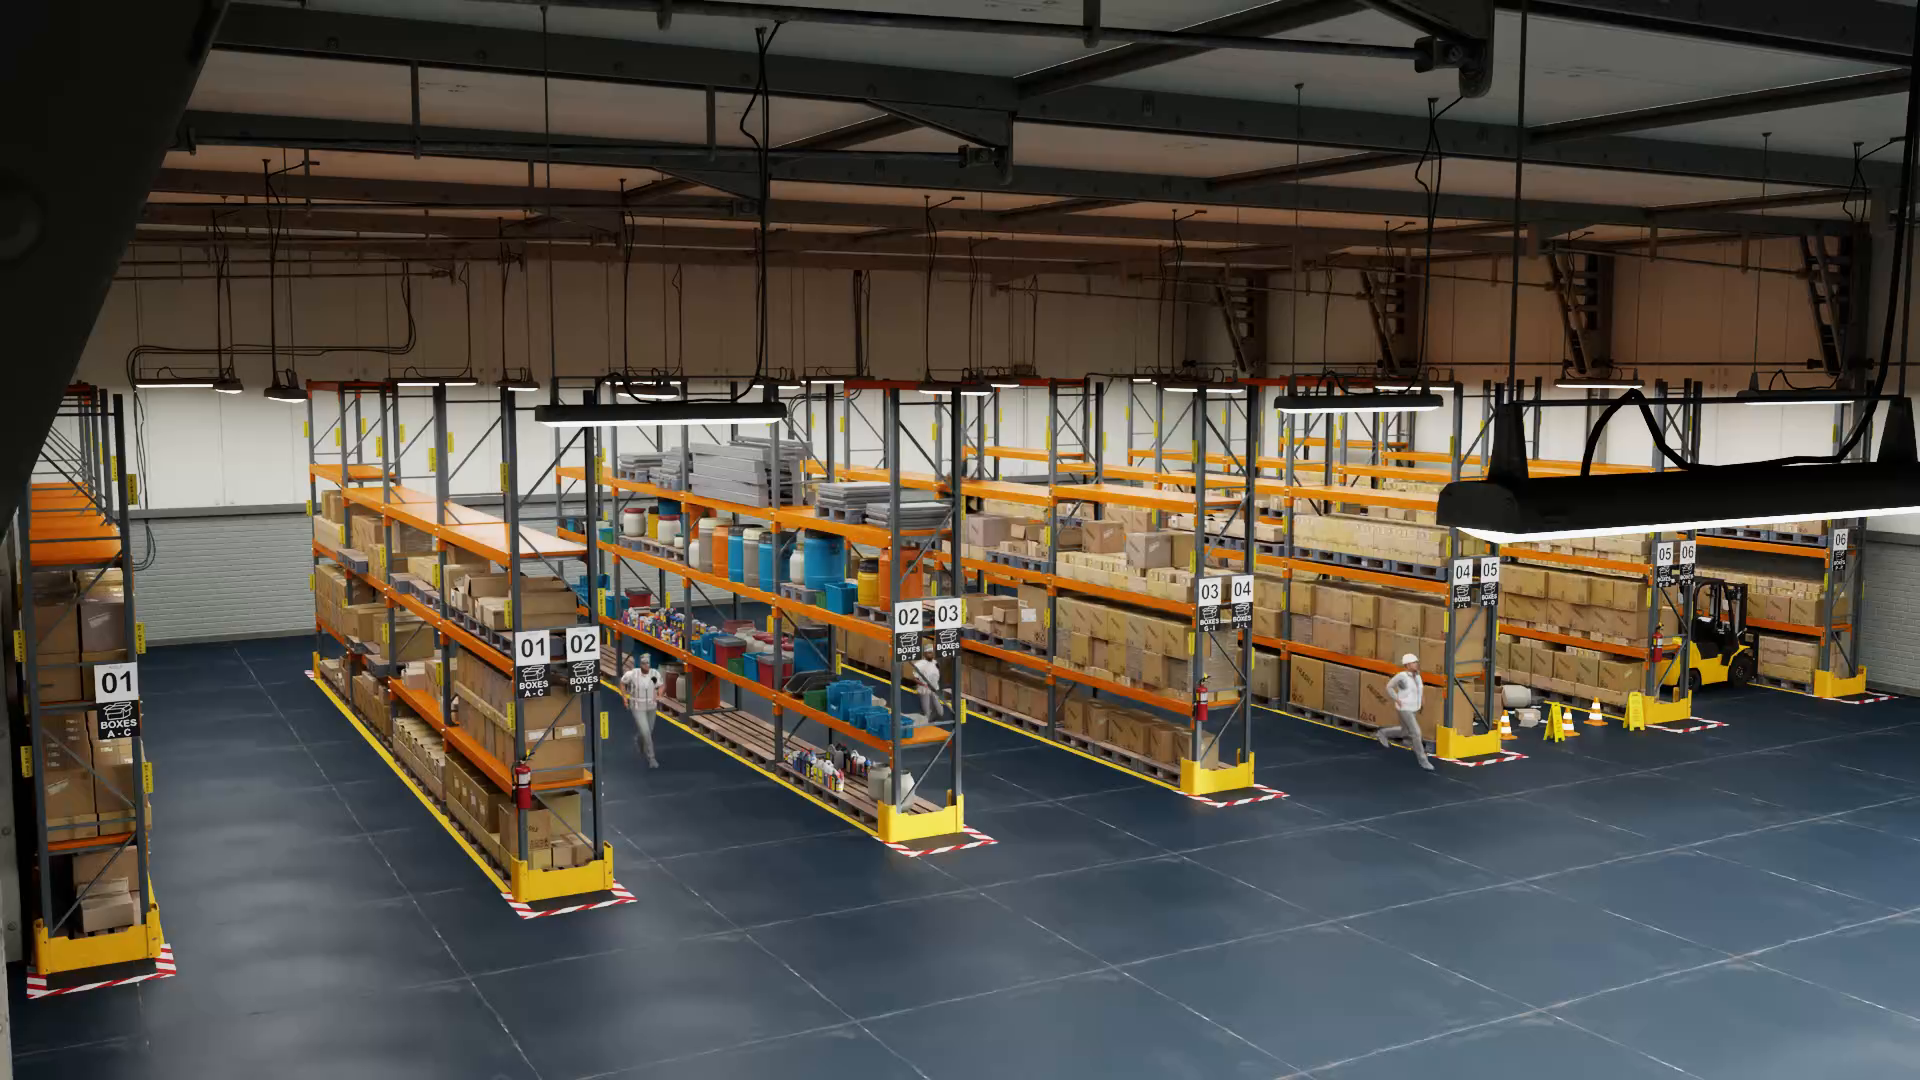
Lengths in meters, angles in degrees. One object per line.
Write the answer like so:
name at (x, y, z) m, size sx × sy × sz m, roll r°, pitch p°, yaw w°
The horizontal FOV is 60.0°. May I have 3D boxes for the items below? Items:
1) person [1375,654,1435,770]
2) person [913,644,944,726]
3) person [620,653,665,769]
person at (7.069, 2.677, 26.337) m, size 1.109 × 1.791 × 0.620 m, roll 6°, pitch 8°, yaw 43°
person at (-0.505, 2.549, 27.756) m, size 0.576 × 1.662 × 0.580 m, roll -4°, pitch 7°, yaw -35°
person at (-5.016, 2.654, 26.384) m, size 0.686 × 1.789 × 1.030 m, roll -3°, pitch 7°, yaw -29°
